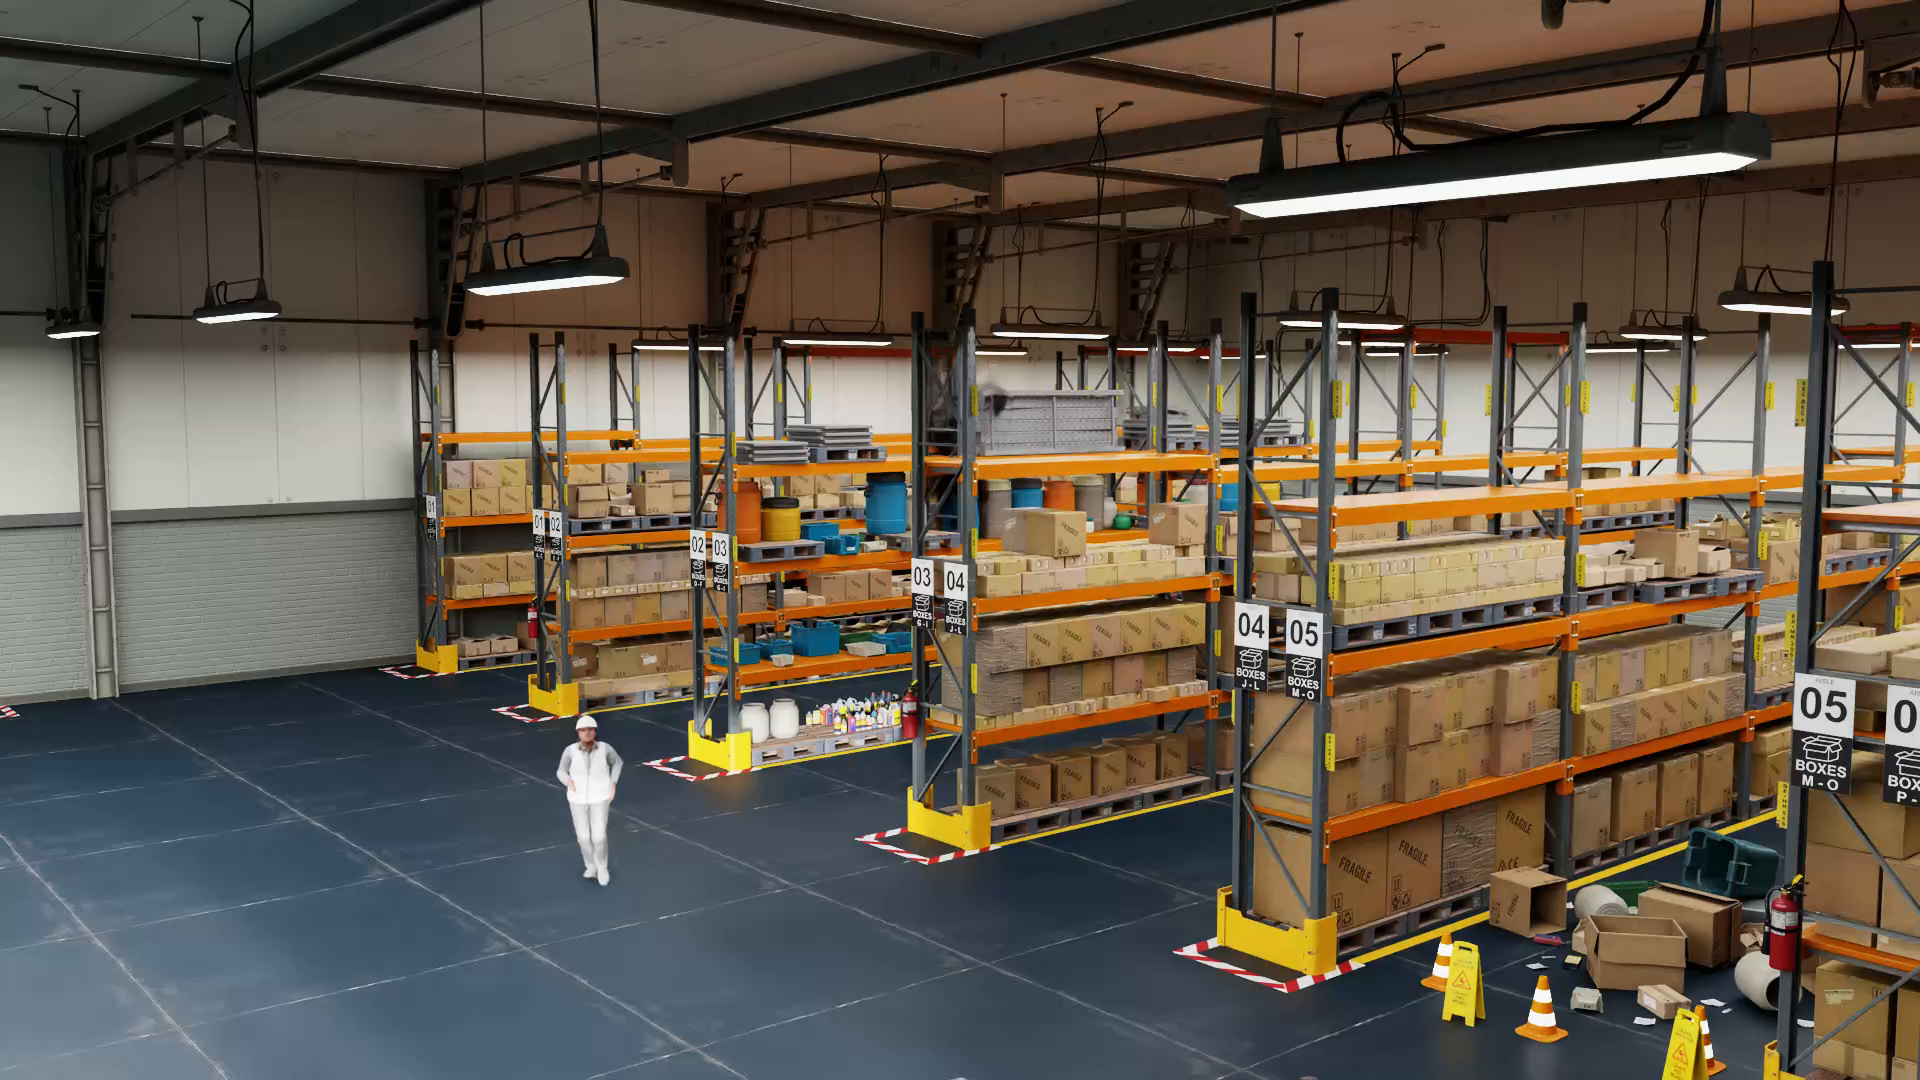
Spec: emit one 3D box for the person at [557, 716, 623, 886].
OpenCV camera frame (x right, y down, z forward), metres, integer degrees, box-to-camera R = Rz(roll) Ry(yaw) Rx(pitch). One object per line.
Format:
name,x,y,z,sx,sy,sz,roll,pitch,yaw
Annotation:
person,-3.842,2.704,17.221,0.649,1.781,0.700,-1,5,-5
